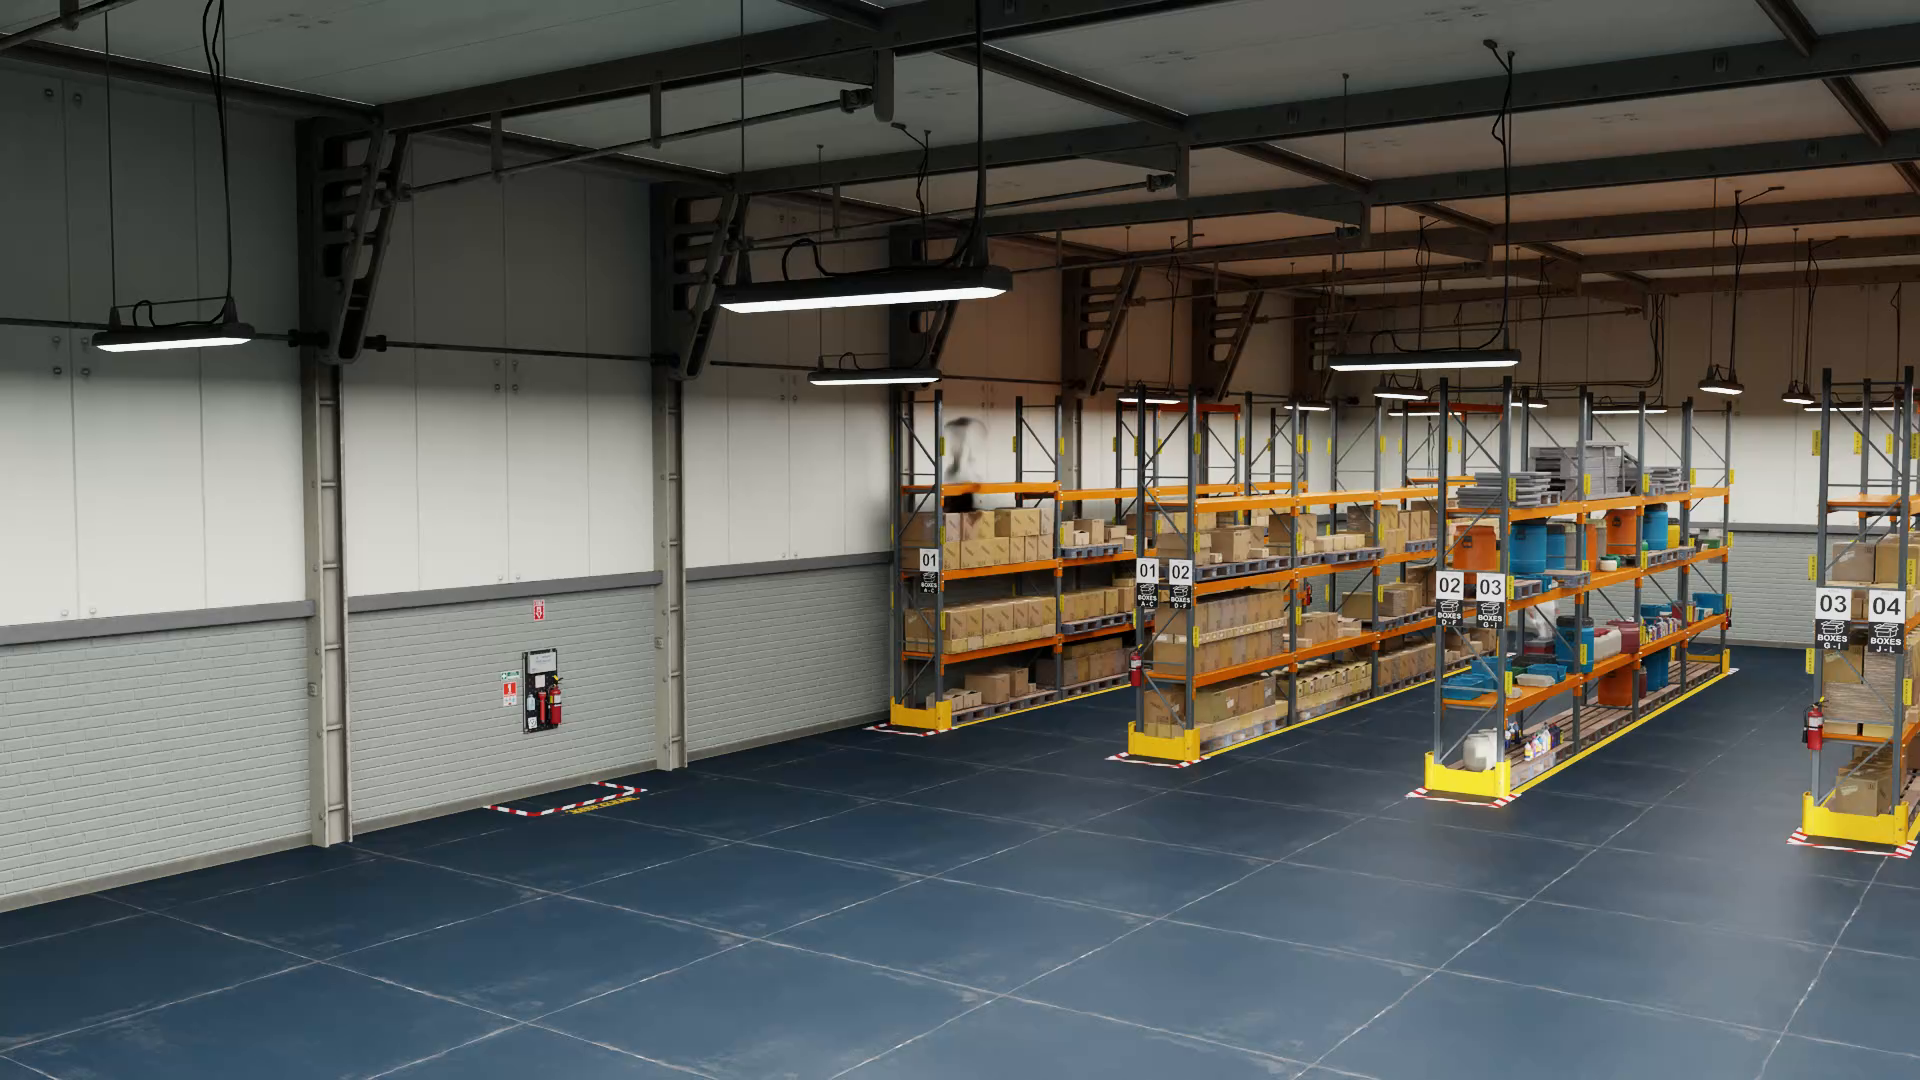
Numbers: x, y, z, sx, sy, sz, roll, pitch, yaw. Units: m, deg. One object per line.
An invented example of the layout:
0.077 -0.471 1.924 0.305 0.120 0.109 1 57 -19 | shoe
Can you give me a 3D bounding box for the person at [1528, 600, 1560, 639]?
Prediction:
13.688 1.951 38.927 0.716 1.748 0.578 0 3 0 | person
